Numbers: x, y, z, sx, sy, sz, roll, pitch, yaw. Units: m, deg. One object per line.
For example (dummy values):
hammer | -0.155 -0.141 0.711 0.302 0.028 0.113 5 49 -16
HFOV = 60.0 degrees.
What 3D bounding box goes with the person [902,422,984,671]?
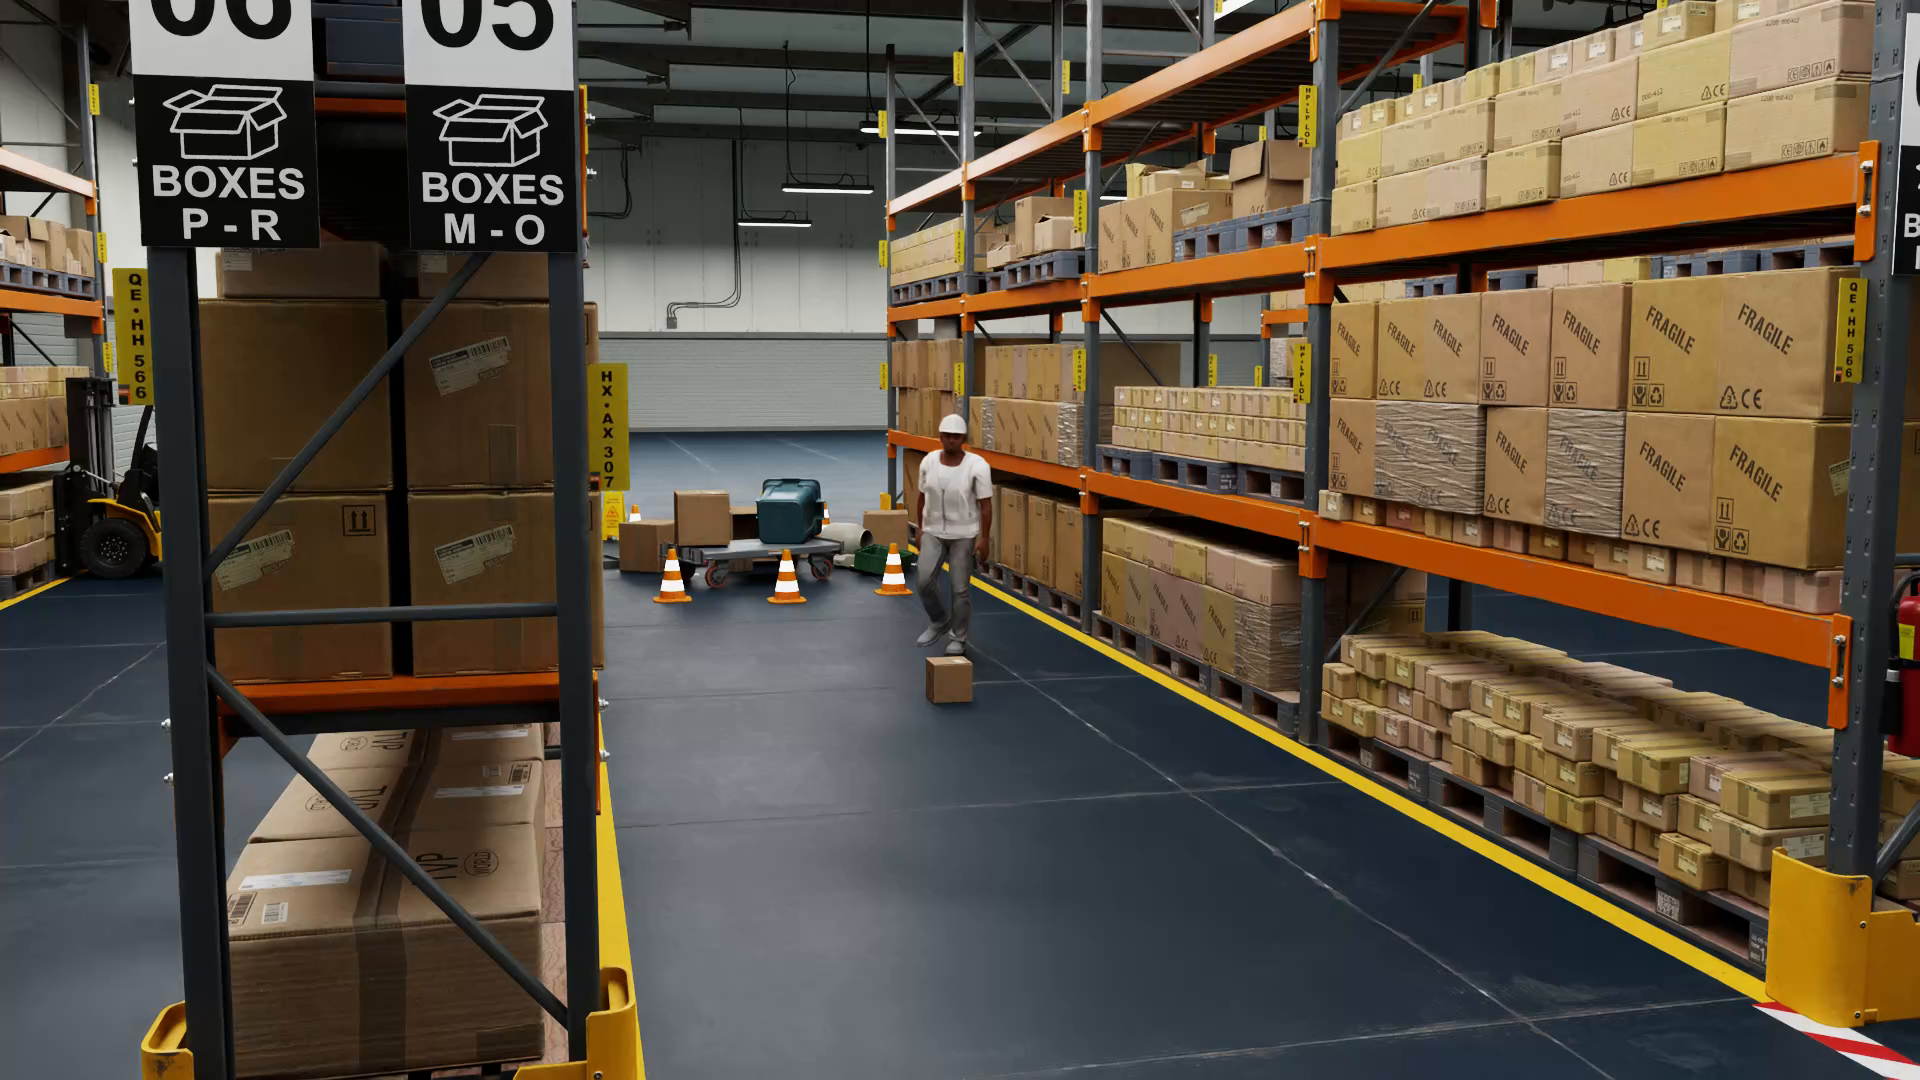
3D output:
person | -0.124 0.028 11.627 0.586 1.711 1.059 0 6 4
